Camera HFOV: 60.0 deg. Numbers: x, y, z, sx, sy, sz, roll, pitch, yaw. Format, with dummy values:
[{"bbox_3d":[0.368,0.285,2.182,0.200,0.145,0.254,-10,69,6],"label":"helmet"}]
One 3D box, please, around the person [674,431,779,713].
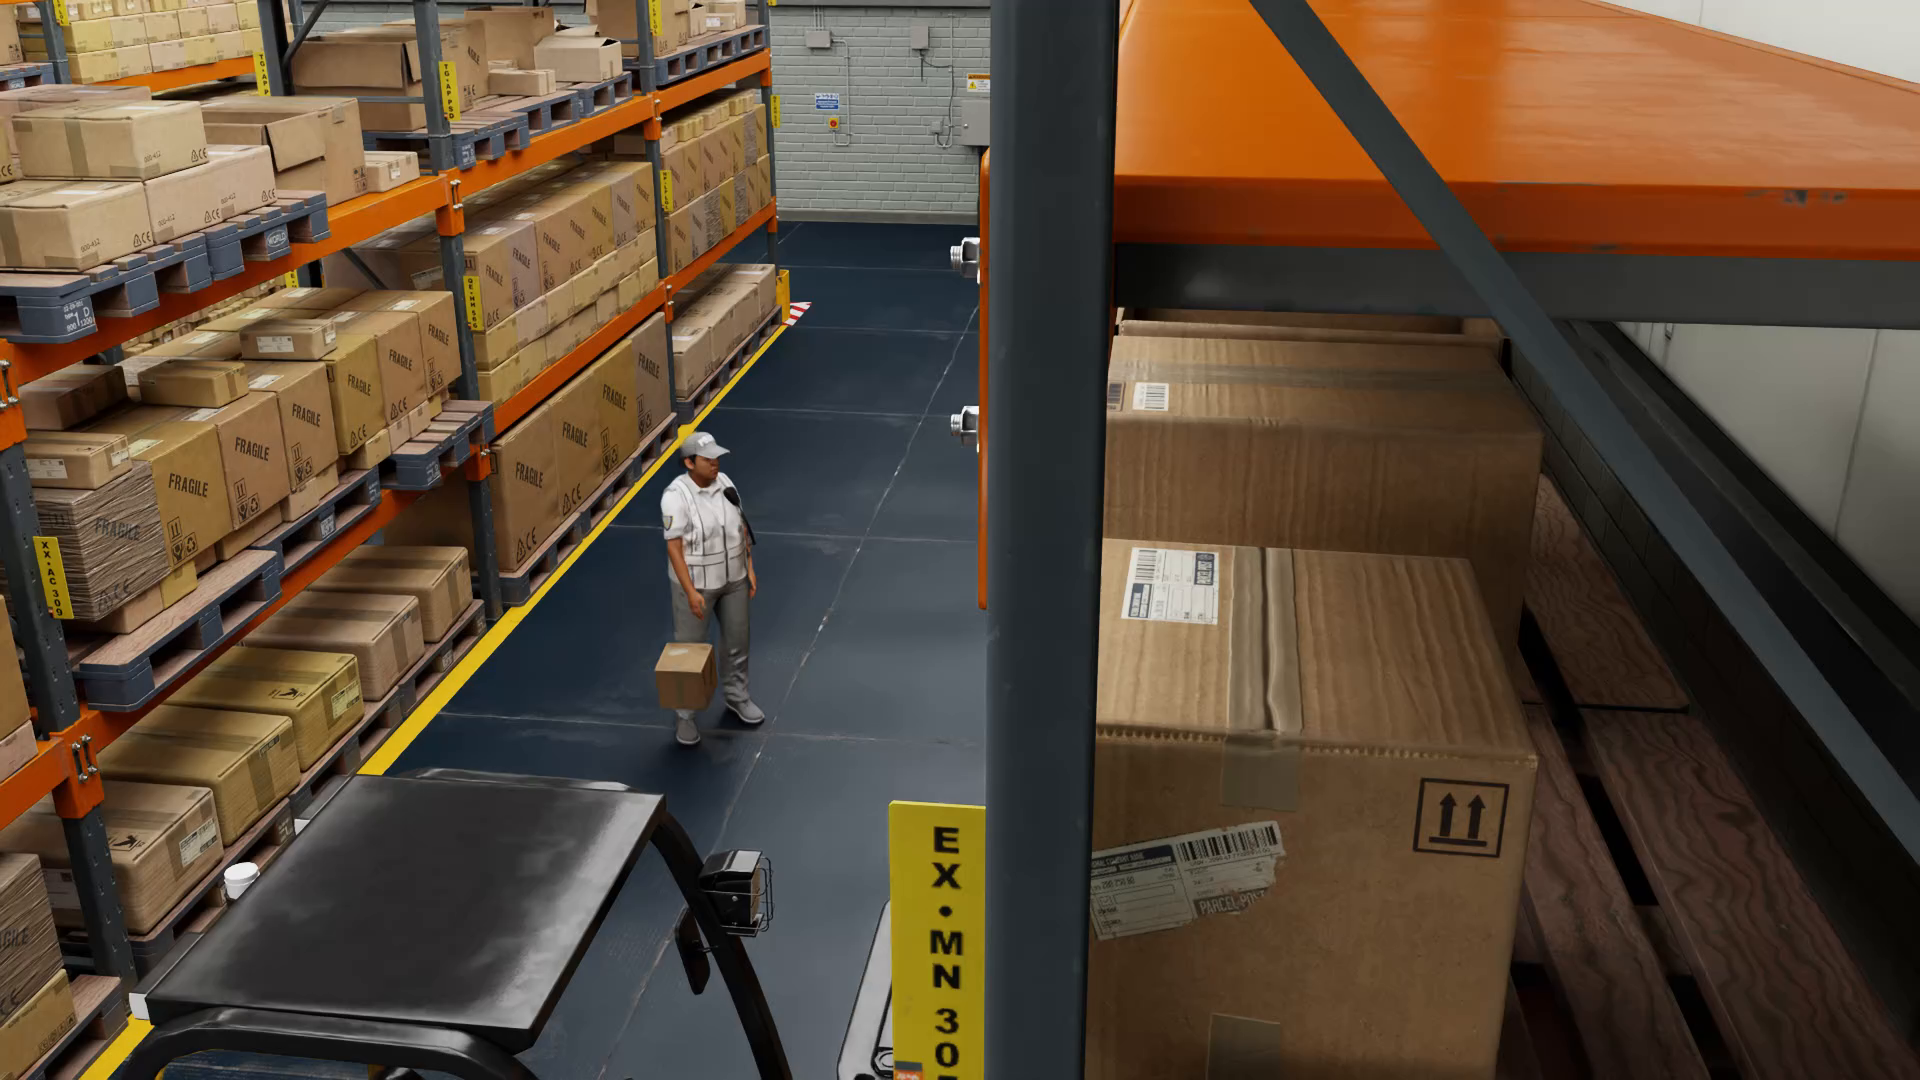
[{"bbox_3d":[-1.318,0.225,8.962,0.382,1.672,0.619,12,24,28],"label":"person"}]
